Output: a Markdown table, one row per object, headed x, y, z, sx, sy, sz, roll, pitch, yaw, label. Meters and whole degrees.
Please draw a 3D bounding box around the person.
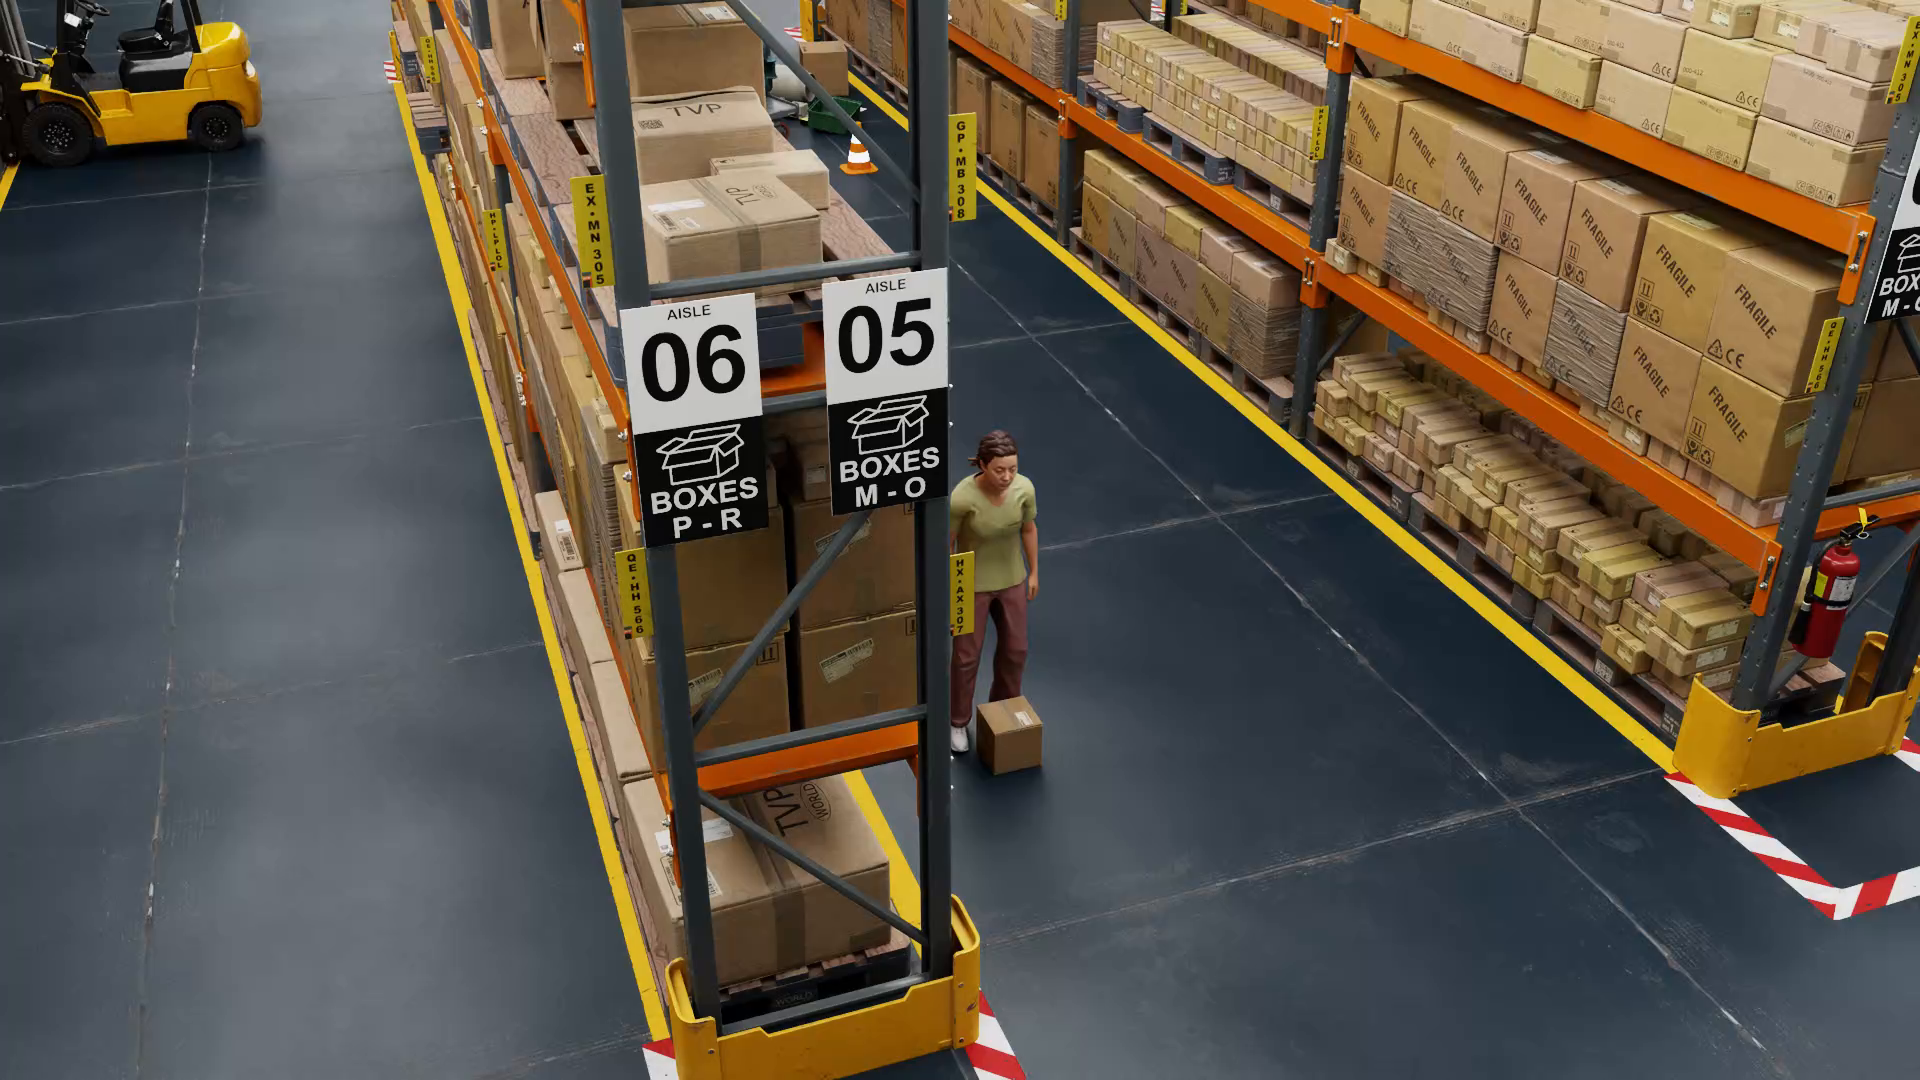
| x | y | z | sx | sy | sz | roll | pitch | yaw | label |
| --- | --- | --- | --- | --- | --- | --- | --- | --- | --- |
| 0.149 | 0.221 | 7.955 | 0.499 | 1.673 | 0.357 | -9 | 31 | -16 | person |
